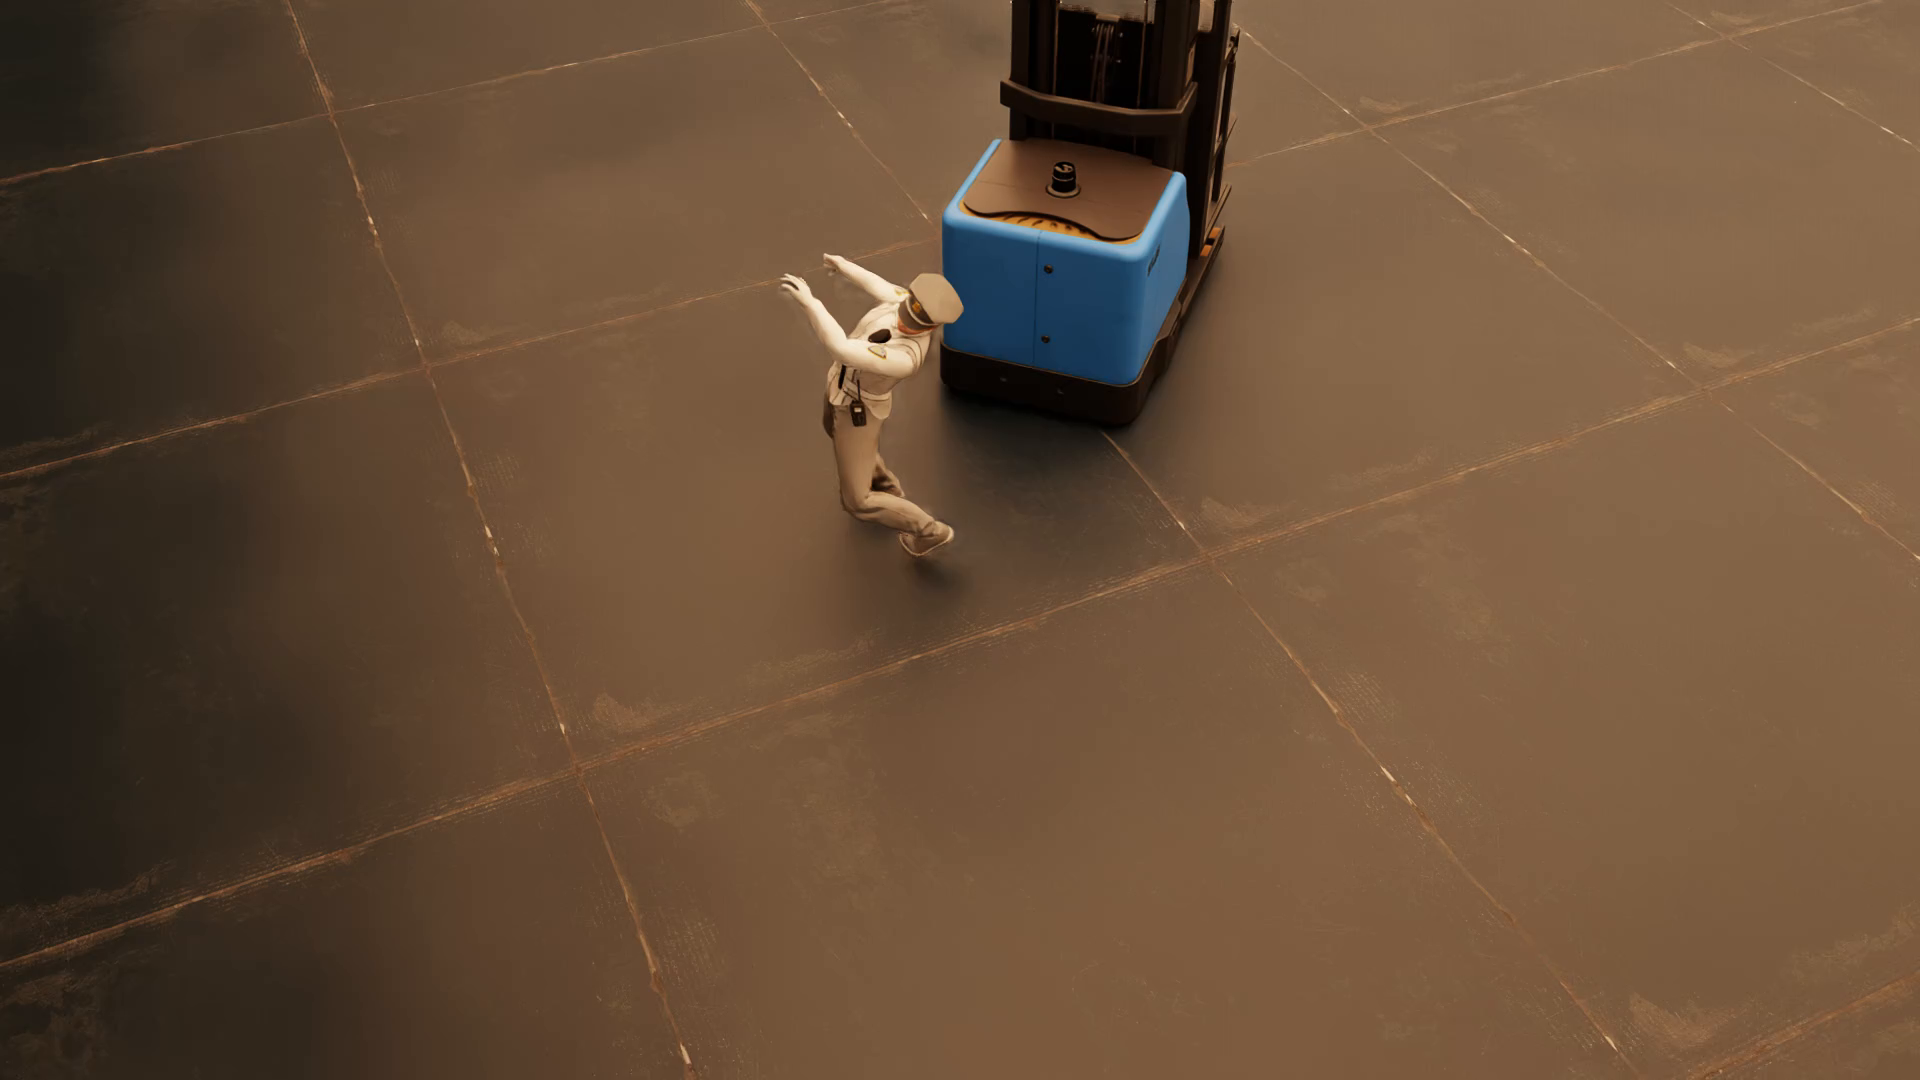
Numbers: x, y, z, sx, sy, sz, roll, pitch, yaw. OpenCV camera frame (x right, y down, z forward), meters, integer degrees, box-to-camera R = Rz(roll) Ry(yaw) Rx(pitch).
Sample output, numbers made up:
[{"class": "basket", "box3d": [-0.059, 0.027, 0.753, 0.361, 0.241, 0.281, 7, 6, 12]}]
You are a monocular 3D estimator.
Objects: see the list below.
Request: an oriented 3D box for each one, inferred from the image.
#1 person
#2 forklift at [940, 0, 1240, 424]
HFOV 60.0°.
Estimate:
[{"class": "person", "box3d": [-0.399, -0.711, 7.505, 0.744, 1.458, 1.001, -6, 43, -6]}, {"class": "forklift", "box3d": [0.882, -2.672, 8.543, 1.130, 2.935, 3.031, 14, 45, 15]}]
